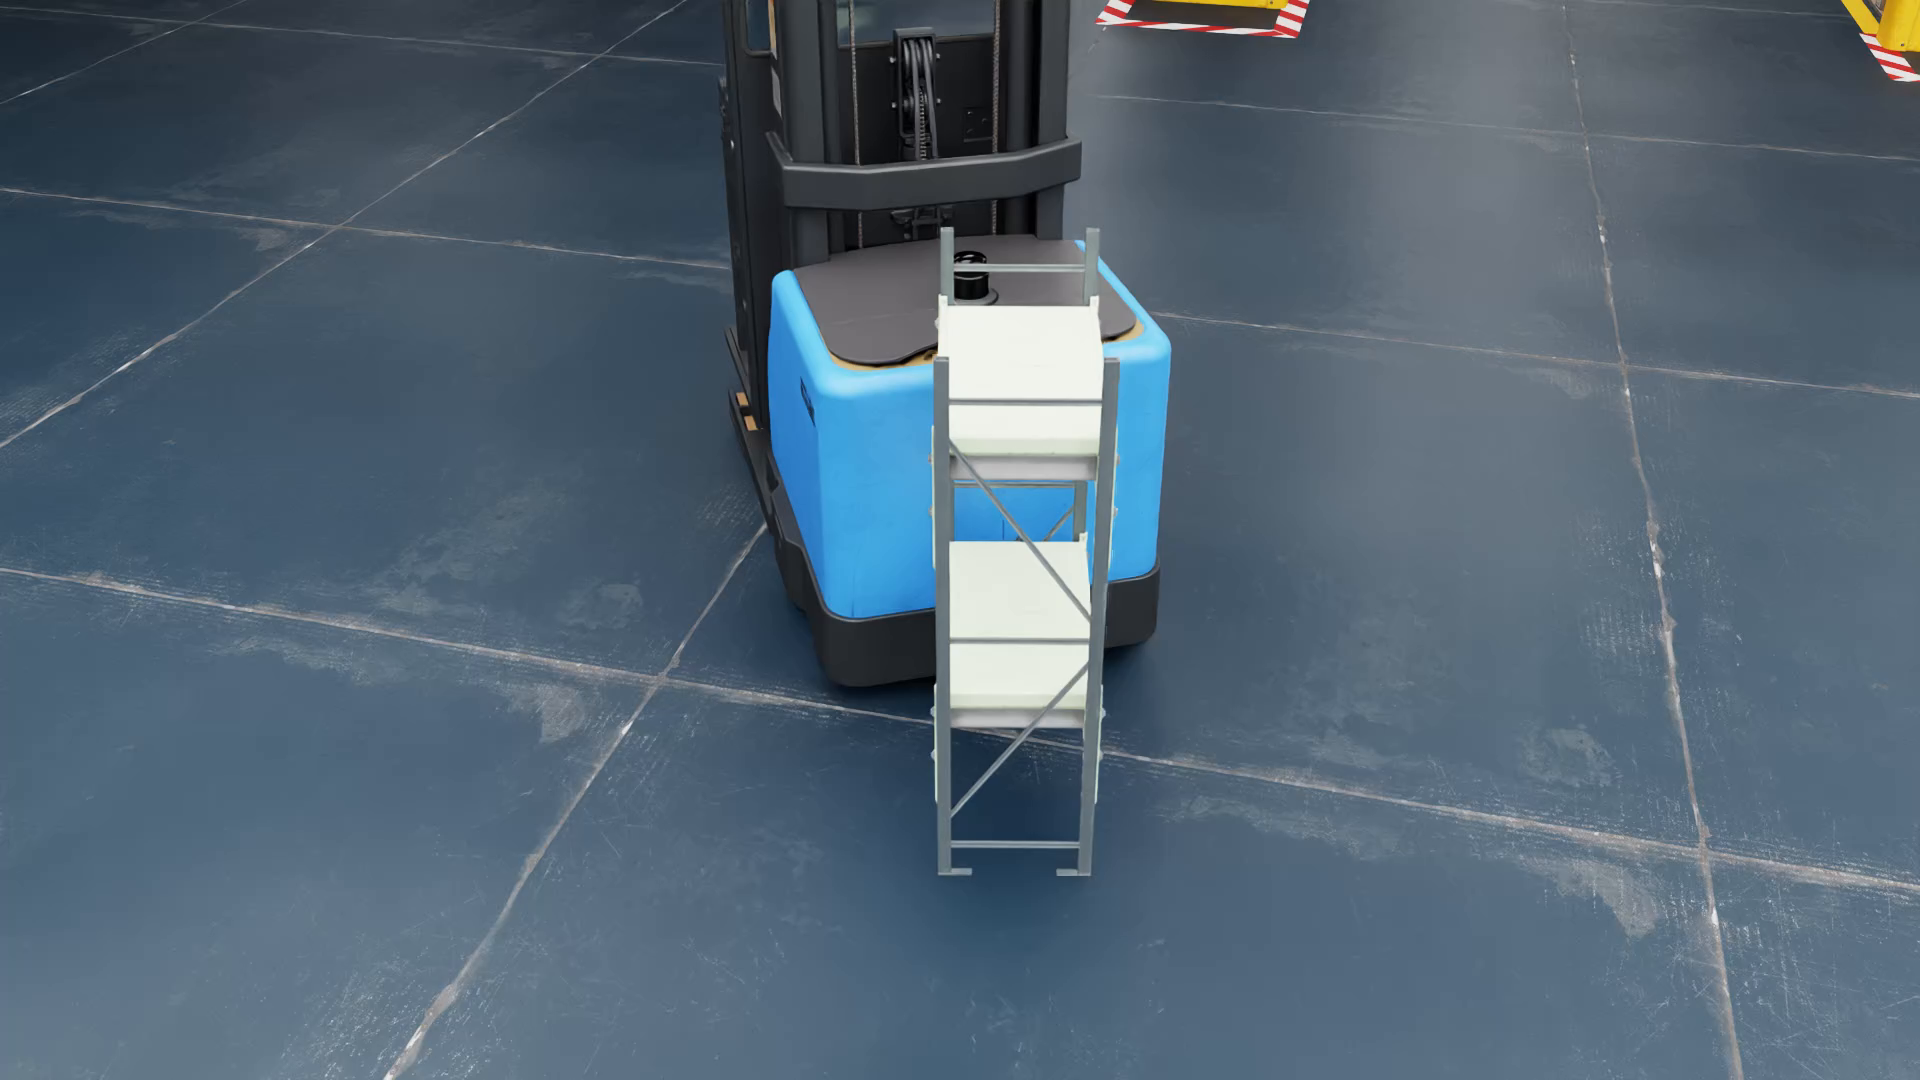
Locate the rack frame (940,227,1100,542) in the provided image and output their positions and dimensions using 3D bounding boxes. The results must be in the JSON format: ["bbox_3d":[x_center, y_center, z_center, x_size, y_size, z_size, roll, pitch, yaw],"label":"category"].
[{"bbox_3d":[0.151,-0.148,4.585,0.400,1.500,0.023,0,32,1],"label":"rack frame"}]

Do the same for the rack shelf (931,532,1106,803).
[{"bbox_3d":[0.147,0.323,4.451,0.431,0.370,0.720,0,32,1],"label":"rack shelf"}]

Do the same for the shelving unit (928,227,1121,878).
[{"bbox_3d":[0.147,0.048,4.276,0.431,1.500,0.755,0,32,1],"label":"shelving unit"}]

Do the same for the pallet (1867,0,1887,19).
[{"bbox_3d":[6.809,-3.675,11.334,1.003,0.211,1.213,8,33,12],"label":"pallet"}]

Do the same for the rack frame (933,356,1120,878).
[{"bbox_3d":[0.143,0.245,3.967,0.400,1.500,0.023,0,32,1],"label":"rack frame"}]

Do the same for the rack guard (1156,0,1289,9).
[{"bbox_3d":[1.733,-4.061,11.672,1.175,0.500,0.348,8,33,12],"label":"rack guard"}]

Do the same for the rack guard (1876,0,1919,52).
[{"bbox_3d":[6.569,-3.380,10.601,1.175,0.500,0.348,8,33,12],"label":"rack guard"}]

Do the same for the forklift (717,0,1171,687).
[{"bbox_3d":[-0.261,-1.584,5.509,1.130,2.935,3.031,-8,33,-13],"label":"forklift"}]

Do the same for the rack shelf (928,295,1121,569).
[{"bbox_3d":[0.147,-0.281,4.067,0.431,0.370,0.720,0,32,1],"label":"rack shelf"}]
